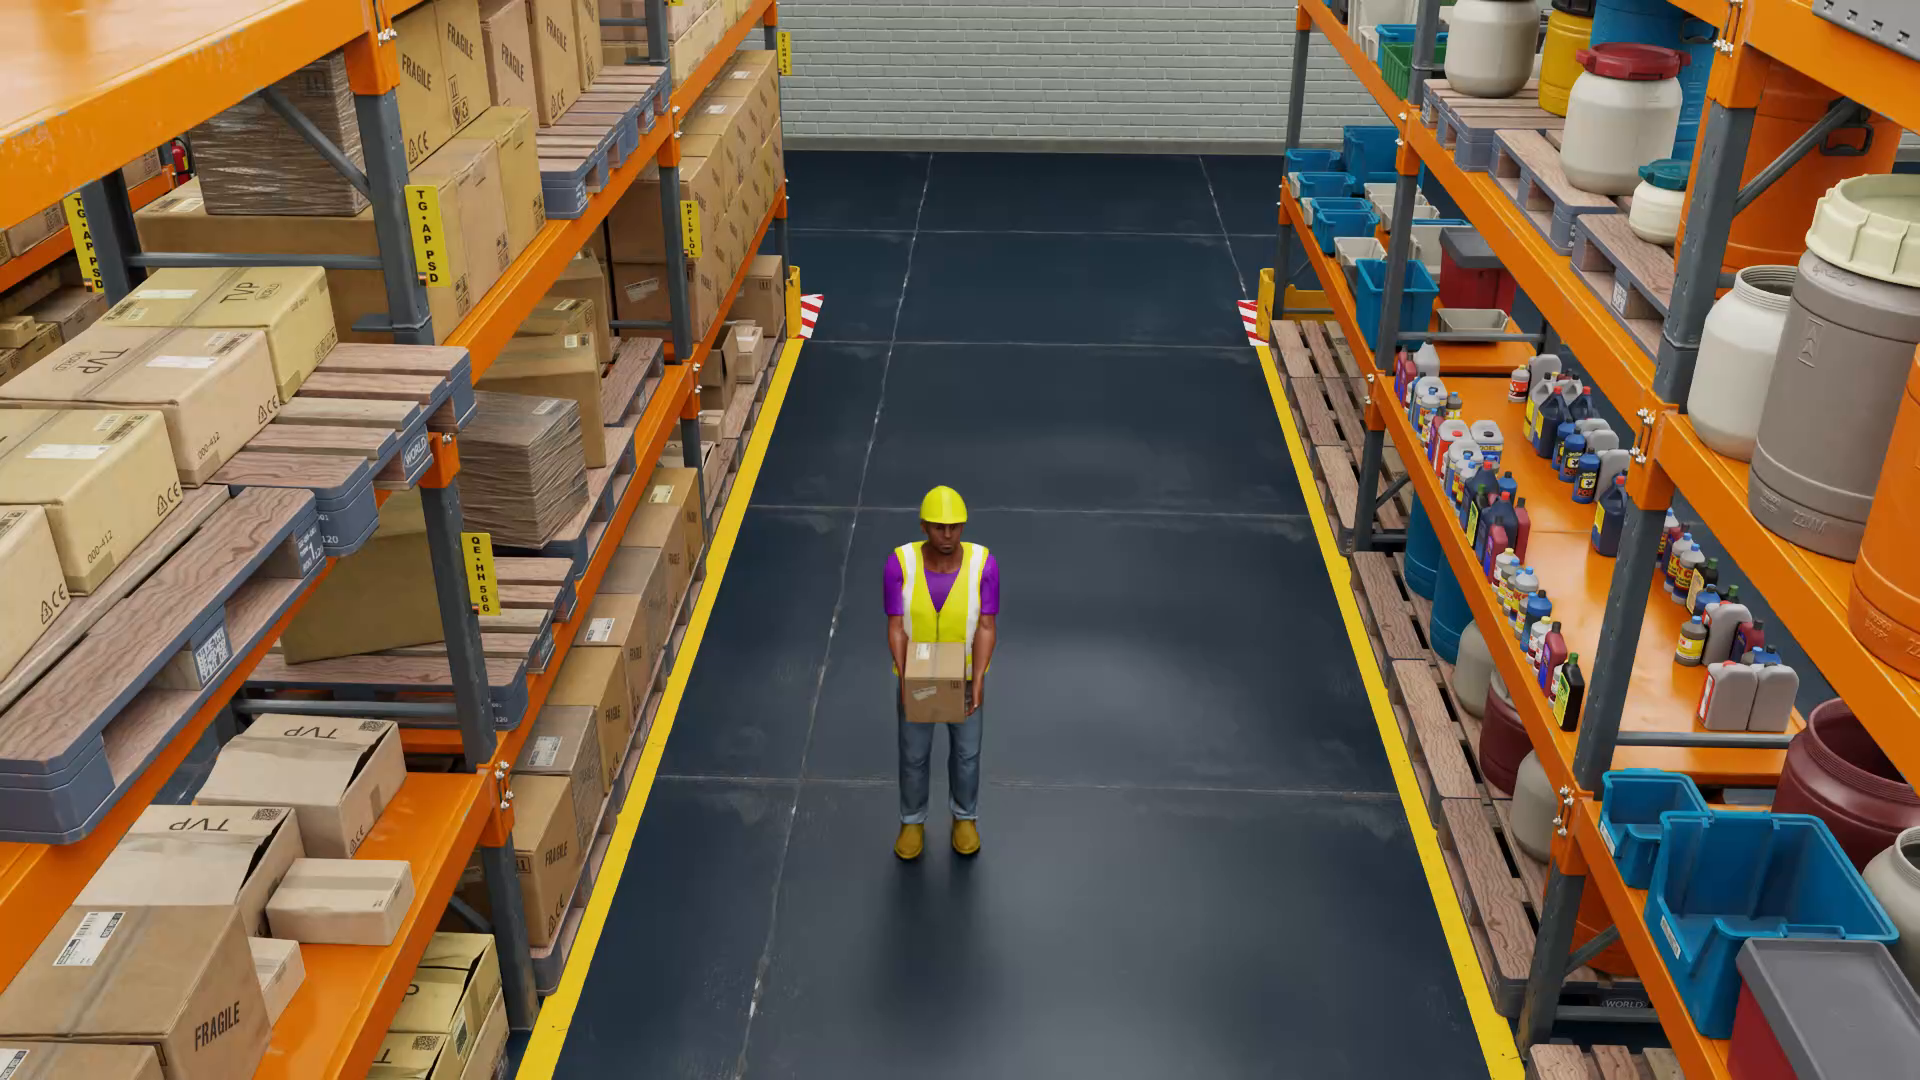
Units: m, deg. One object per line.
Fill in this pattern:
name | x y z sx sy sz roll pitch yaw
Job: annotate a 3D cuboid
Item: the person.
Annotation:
person | -0.078 0.653 7.398 0.513 1.730 0.573 -1 28 -2
